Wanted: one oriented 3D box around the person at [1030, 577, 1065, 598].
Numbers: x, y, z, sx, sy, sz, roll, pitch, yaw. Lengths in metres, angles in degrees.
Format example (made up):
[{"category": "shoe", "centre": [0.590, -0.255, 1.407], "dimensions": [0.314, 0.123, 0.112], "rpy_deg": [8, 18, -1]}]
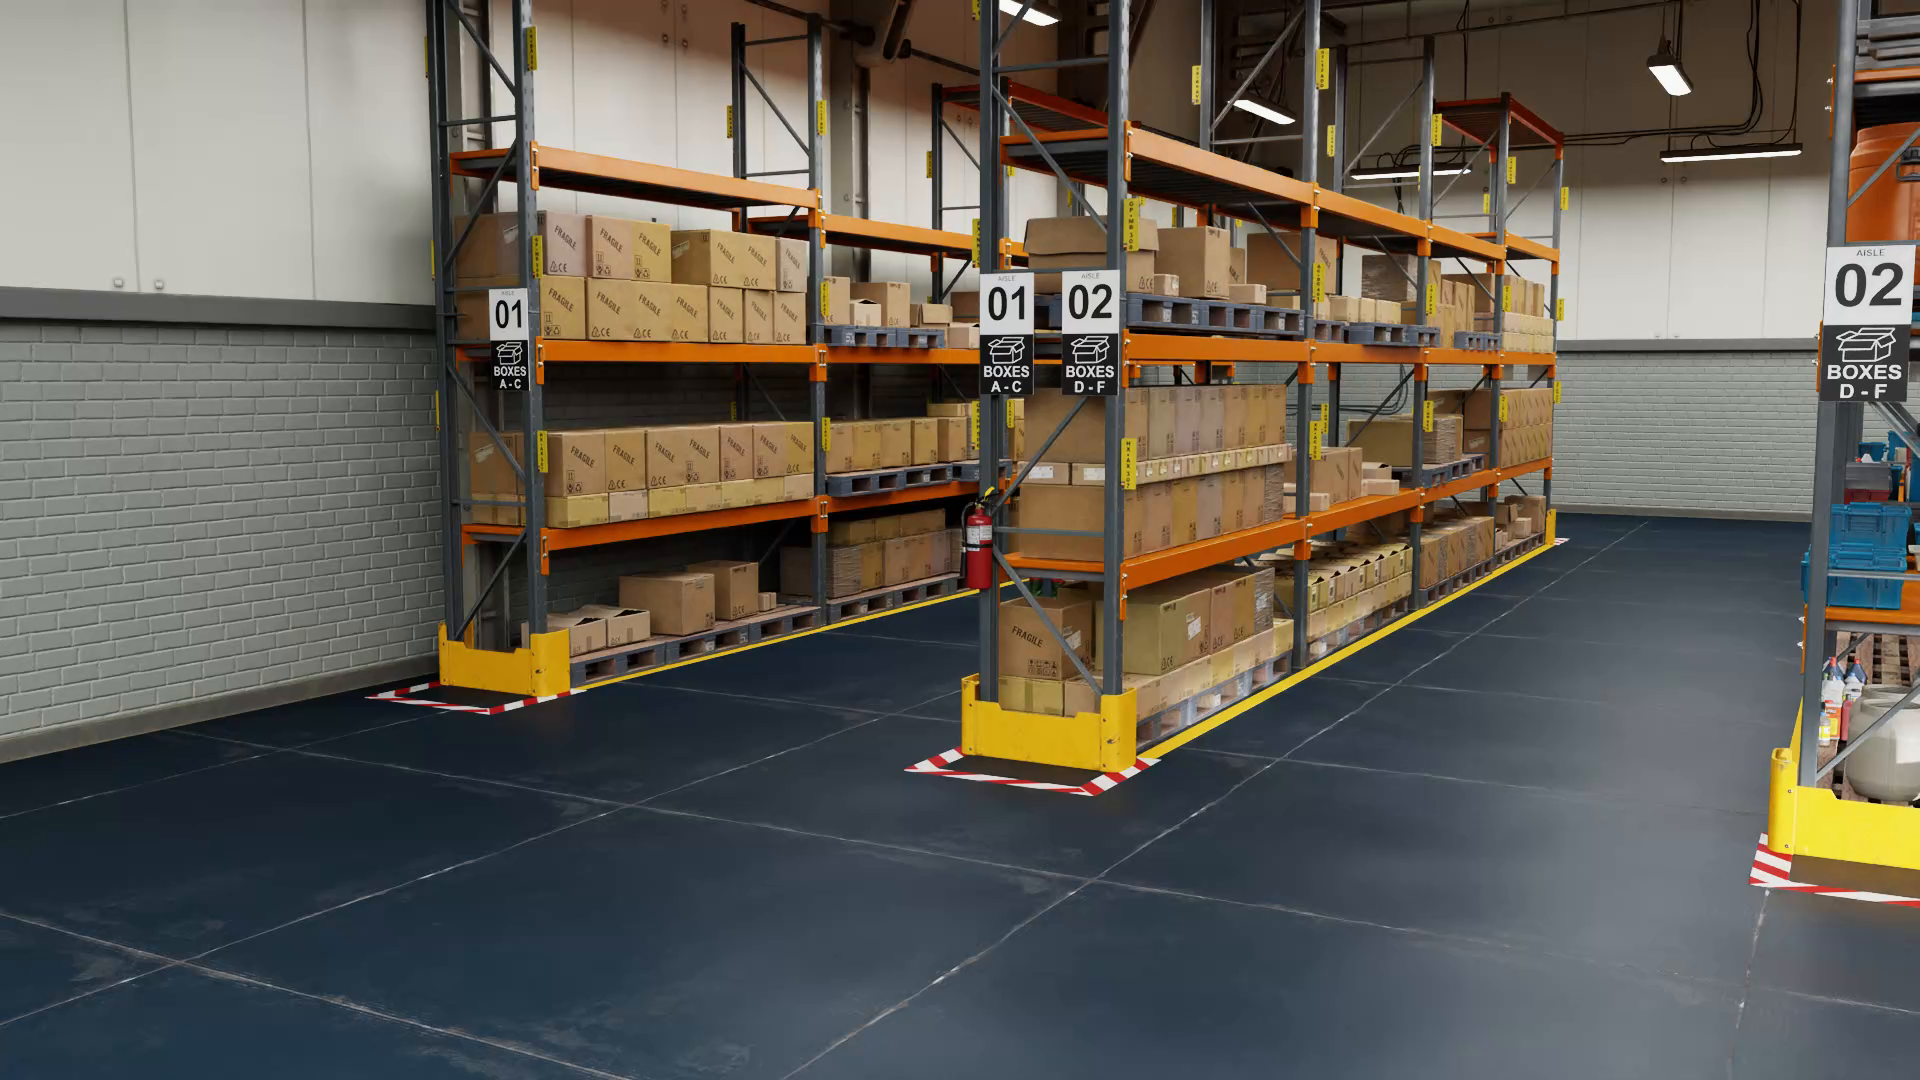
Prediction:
[{"category": "person", "centre": [0.952, -0.143, 18.086], "dimensions": [0.541, 1.743, 0.443], "rpy_deg": [3, 7, 30]}]
